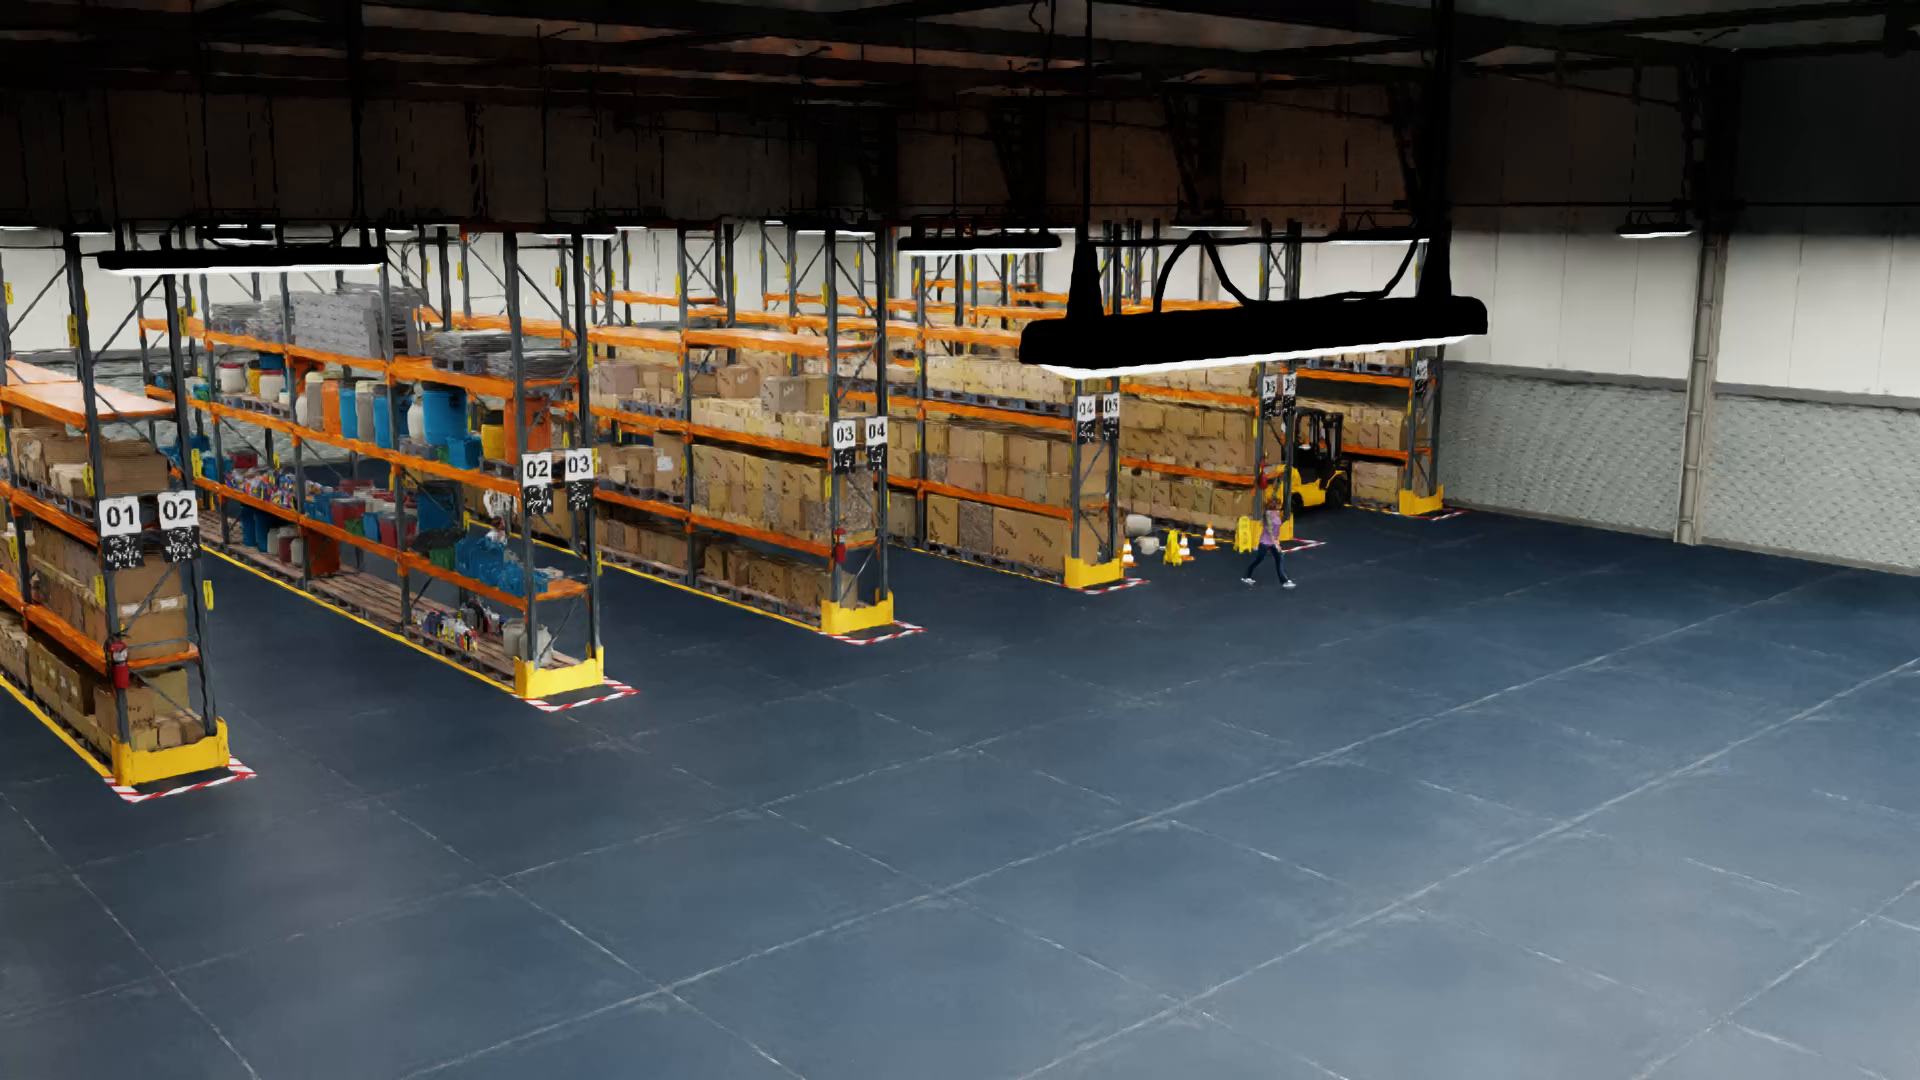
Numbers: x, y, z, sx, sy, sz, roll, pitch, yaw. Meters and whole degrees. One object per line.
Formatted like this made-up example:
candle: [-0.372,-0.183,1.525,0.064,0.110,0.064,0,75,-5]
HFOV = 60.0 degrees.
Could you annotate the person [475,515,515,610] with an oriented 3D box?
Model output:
person: [-7.326,0.347,26.229,0.737,1.536,0.562,5,13,24]

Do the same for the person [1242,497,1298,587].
person: [5.182,0.023,27.806,0.955,1.533,0.412,10,15,40]

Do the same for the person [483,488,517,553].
person: [-8.415,-0.543,30.467,0.639,1.631,0.508,-11,16,-43]
